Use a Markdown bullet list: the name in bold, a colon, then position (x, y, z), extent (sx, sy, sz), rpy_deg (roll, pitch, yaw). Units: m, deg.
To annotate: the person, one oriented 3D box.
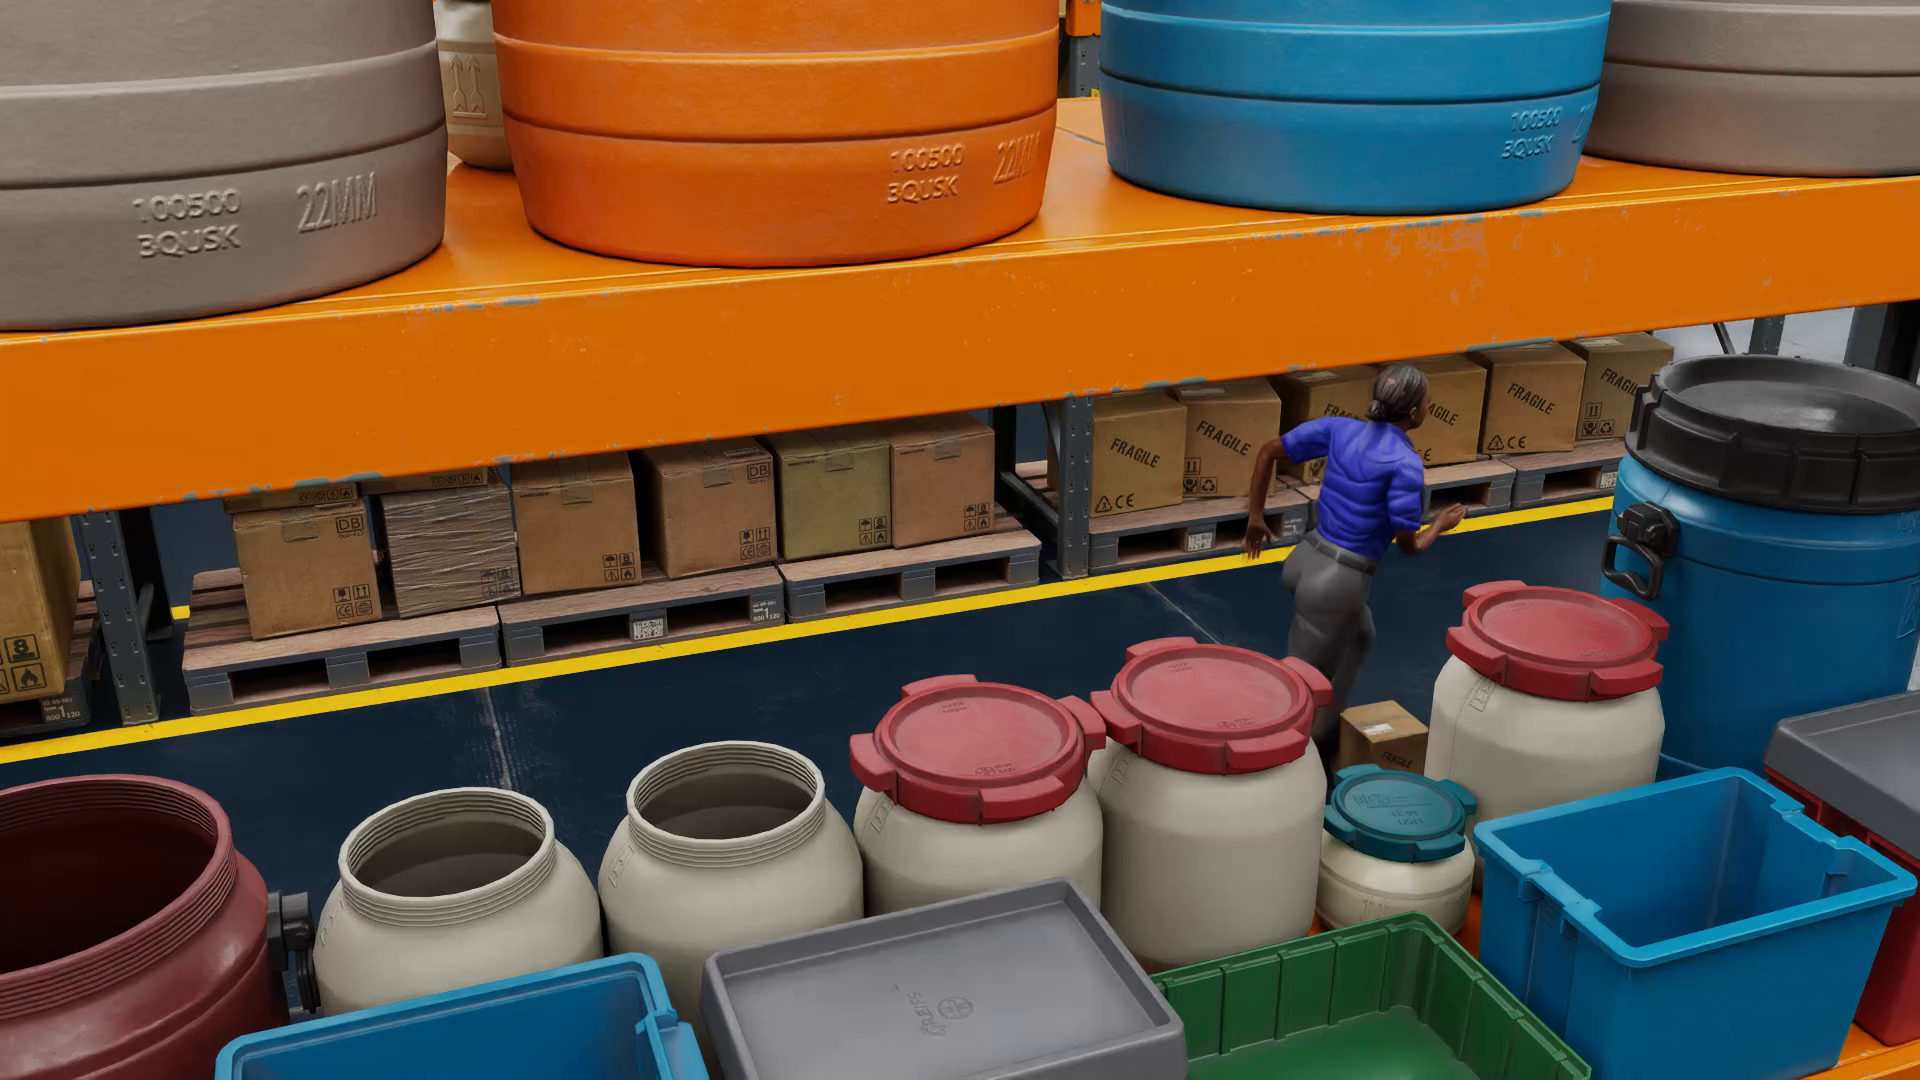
- **person**: position (1.302, 0.160, 5.791), extent (0.916, 1.573, 0.571), rpy_deg (-7, 24, -16)
